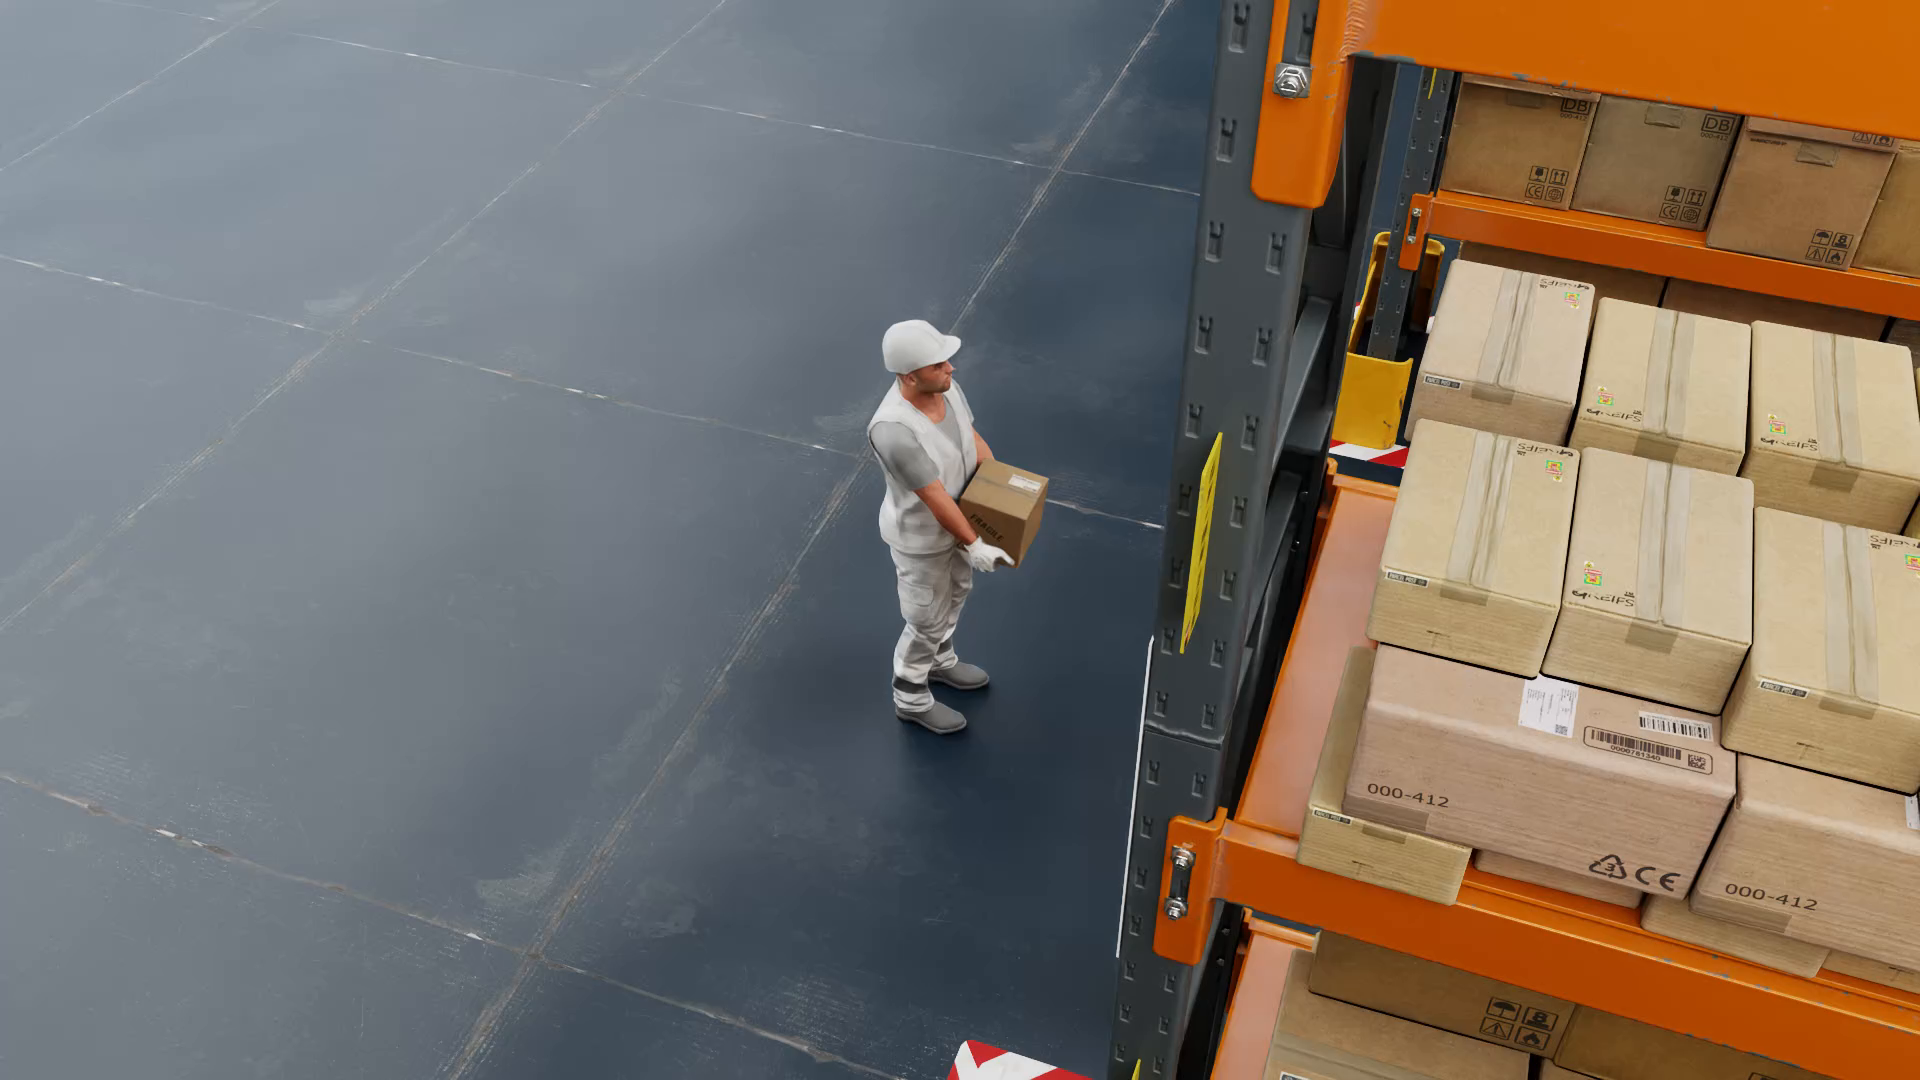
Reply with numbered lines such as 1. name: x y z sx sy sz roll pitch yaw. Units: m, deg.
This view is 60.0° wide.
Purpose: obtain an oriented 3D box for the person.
1. person: -0.012 -0.024 6.171 0.558 1.783 0.494 14 43 16
